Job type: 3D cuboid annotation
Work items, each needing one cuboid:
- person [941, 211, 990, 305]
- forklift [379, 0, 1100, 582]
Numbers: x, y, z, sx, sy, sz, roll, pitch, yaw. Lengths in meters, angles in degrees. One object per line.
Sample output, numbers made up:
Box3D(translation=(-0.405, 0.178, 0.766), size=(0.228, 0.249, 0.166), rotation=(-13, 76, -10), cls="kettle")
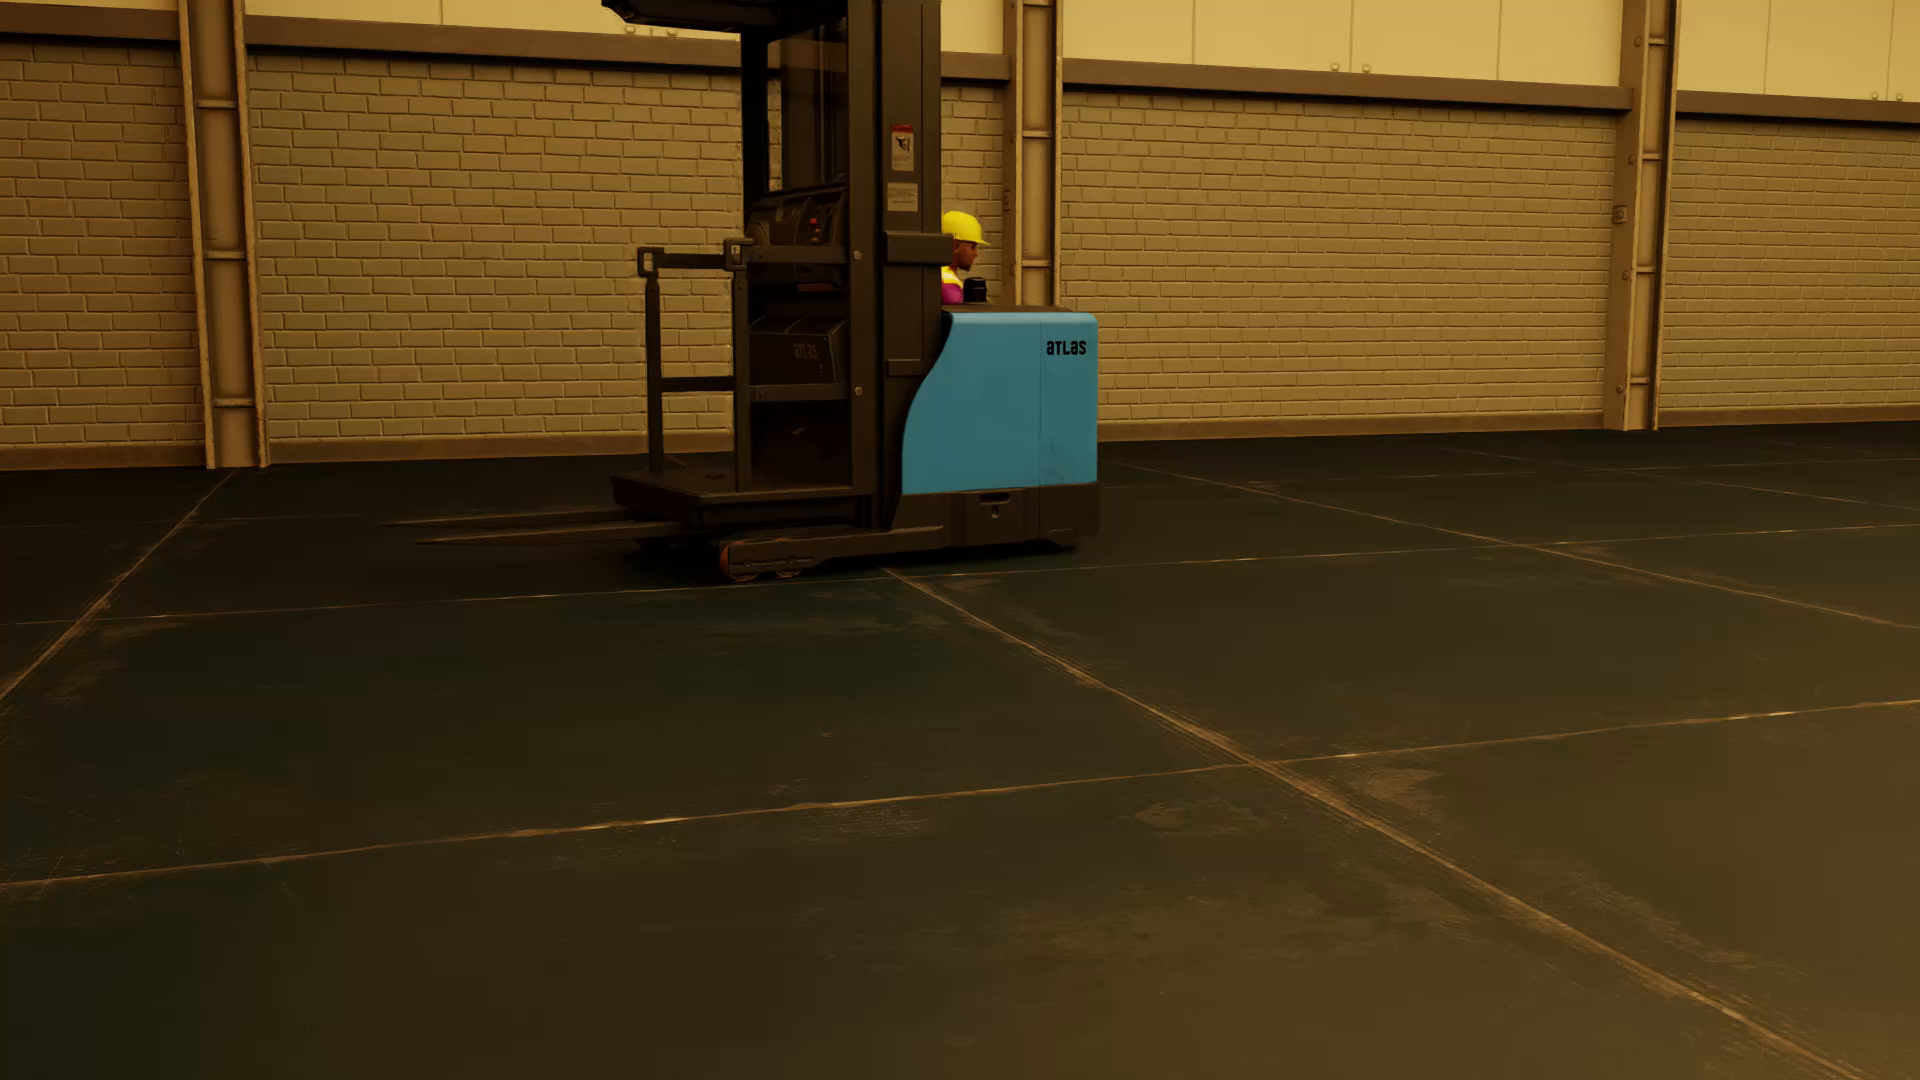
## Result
Box3D(translation=(0.109, -0.909, 8.745), size=(0.736, 1.603, 0.861), rotation=(-1, 8, -7), cls="person")
Box3D(translation=(-0.893, -1.365, 7.081), size=(3.031, 2.935, 1.130), rotation=(-5, 9, -30), cls="forklift")
